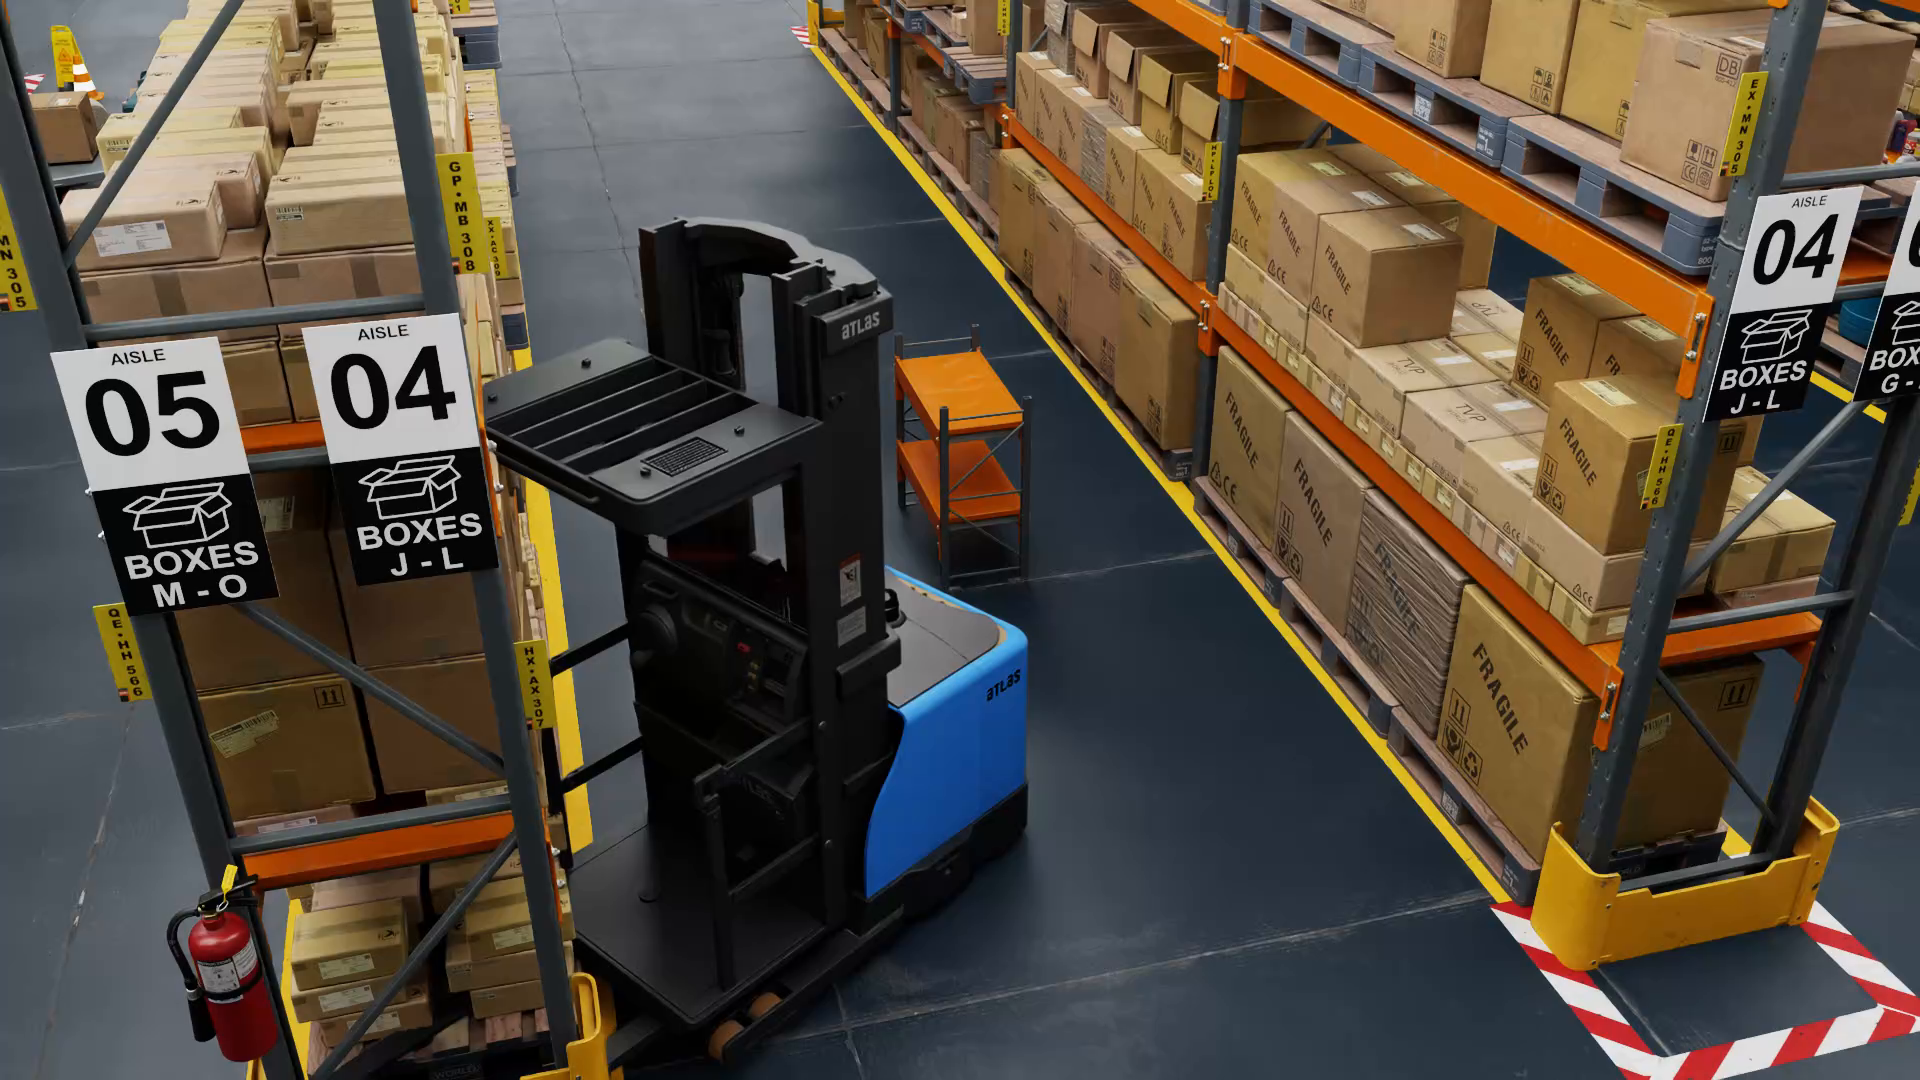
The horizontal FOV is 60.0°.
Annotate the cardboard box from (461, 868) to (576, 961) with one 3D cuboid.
[{"bbox_3d":[-1.642,1.391,6.185,0.380,0.149,0.250,-9,31,-16],"label":"cardboard box"}]

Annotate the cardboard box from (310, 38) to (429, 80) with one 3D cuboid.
[{"bbox_3d":[-2.081,-1.668,5.896,0.380,0.149,0.250,-7,31,-12],"label":"cardboard box"}]

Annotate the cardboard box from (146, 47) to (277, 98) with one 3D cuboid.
[{"bbox_3d":[-2.589,-1.595,5.770,0.380,0.149,0.250,-9,31,-15],"label":"cardboard box"}]

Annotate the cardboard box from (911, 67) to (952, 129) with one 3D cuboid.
[{"bbox_3d":[-0.065,-4.321,16.277,0.700,0.500,0.500,-10,32,-17],"label":"cardboard box"}]

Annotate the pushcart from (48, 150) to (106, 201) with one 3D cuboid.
[{"bbox_3d":[-7.576,-3.386,15.224,1.648,0.377,0.936,-20,35,-30],"label":"pushcart"}]

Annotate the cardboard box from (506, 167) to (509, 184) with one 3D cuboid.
[{"bbox_3d":[-3.111,-2.370,10.682,0.380,0.149,0.250,-9,31,-15],"label":"cardboard box"}]

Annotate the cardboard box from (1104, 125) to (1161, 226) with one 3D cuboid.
[{"bbox_3d":[1.259,-2.372,10.754,0.500,0.500,0.500,-8,31,-14],"label":"cardboard box"}]

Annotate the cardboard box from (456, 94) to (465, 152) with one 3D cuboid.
[{"bbox_3d":[-2.245,-1.581,6.643,0.500,0.250,0.500,-8,31,-14],"label":"cardboard box"}]

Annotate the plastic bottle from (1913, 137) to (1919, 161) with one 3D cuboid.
[{"bbox_3d":[6.809,-2.778,11.753,0.097,0.201,0.097,0,30,0],"label":"plastic bottle"}]

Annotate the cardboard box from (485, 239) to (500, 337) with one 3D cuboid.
[{"bbox_3d":[-2.364,-1.202,7.437,0.500,0.500,0.500,-9,31,-15],"label":"cardboard box"}]

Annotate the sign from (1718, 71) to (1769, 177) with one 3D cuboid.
[{"bbox_3d":[2.451,-1.298,5.198,0.100,0.325,0.005,-8,31,-13],"label":"sign"}]

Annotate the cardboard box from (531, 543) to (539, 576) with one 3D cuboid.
[{"bbox_3d":[-2.460,0.159,8.907,0.380,0.149,0.250,-7,31,-13],"label":"cardboard box"}]

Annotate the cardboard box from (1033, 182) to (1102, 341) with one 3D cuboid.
[{"bbox_3d":[1.247,-2.074,12.041,1.225,0.875,0.875,-8,31,-13],"label":"cardboard box"}]

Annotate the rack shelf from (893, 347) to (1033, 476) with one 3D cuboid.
[{"bbox_3d":[0.002,-0.737,9.316,0.538,0.278,1.000,-8,31,-13],"label":"rack shelf"}]

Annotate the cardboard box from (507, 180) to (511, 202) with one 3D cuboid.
[{"bbox_3d":[-2.836,-1.995,9.737,0.380,0.149,0.250,-7,31,-11],"label":"cardboard box"}]

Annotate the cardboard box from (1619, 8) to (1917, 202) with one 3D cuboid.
[{"bbox_3d":[2.789,-1.526,5.780,0.700,0.500,0.500,-10,31,-16],"label":"cardboard box"}]

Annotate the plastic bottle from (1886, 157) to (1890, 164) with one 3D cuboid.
[{"bbox_3d":[6.242,-2.493,11.260,0.097,0.201,0.097,0,30,0],"label":"plastic bottle"}]

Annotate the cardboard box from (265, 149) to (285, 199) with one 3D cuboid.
[{"bbox_3d":[-2.335,-0.990,5.123,0.500,0.250,0.500,-9,31,-15],"label":"cardboard box"}]

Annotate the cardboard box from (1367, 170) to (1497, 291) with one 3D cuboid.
[{"bbox_3d":[2.425,-1.607,8.637,0.500,0.500,0.500,-8,31,-13],"label":"cardboard box"}]

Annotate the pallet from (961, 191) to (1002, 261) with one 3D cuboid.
[{"bbox_3d":[0.649,-2.750,14.291,1.003,0.211,1.213,-8,31,-13],"label":"pallet"}]

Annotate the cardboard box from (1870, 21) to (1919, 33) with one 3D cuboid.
[{"bbox_3d":[10.003,-5.412,17.872,0.500,0.311,0.500,-8,31,-13],"label":"cardboard box"}]

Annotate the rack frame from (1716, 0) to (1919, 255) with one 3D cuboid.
[{"bbox_3d":[2.978,-2.312,4.762,1.000,3.000,0.127,-8,31,-13],"label":"rack frame"}]

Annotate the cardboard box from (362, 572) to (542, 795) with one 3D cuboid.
[{"bbox_3d":[-1.683,0.469,5.548,0.500,0.500,0.500,-6,31,-11],"label":"cardboard box"}]

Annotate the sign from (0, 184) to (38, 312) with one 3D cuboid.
[{"bbox_3d":[-2.371,-0.722,4.126,0.100,0.325,0.005,-8,31,-13],"label":"sign"}]

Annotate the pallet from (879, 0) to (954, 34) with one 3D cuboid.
[{"bbox_3d":[-0.144,-5.040,15.655,1.003,0.211,1.213,-8,31,-13],"label":"pallet"}]

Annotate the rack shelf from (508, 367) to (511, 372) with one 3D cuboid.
[{"bbox_3d":[-3.423,-1.692,10.397,1.077,0.370,4.000,-8,31,-13],"label":"rack shelf"}]

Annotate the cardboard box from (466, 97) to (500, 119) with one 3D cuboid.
[{"bbox_3d":[-3.173,-2.747,10.740,0.380,0.149,0.250,-7,31,-12],"label":"cardboard box"}]

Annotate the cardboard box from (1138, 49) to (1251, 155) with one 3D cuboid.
[{"bbox_3d":[1.568,-2.766,10.433,0.797,0.503,0.637,-8,31,-13],"label":"cardboard box"}]

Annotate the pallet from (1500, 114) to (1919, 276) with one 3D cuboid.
[{"bbox_3d":[2.771,-1.333,6.152,1.003,0.211,1.213,-8,31,-13],"label":"pallet"}]

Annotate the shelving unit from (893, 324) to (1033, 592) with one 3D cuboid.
[{"bbox_3d":[0.002,-0.484,9.463,0.538,1.125,1.048,-8,31,-13],"label":"shelving unit"}]

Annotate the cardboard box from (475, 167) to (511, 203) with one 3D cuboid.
[{"bbox_3d":[-2.763,-1.998,9.445,0.380,0.149,0.250,-8,31,-14],"label":"cardboard box"}]

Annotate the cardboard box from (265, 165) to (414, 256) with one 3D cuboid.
[{"bbox_3d":[-1.697,-0.914,4.593,0.380,0.149,0.250,-8,31,-14],"label":"cardboard box"}]

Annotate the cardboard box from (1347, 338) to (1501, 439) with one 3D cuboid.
[{"bbox_3d":[2.182,-0.720,7.853,0.500,0.250,0.500,-8,31,-13],"label":"cardboard box"}]

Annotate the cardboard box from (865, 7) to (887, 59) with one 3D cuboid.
[{"bbox_3d":[-0.779,-5.651,18.594,0.500,0.500,0.500,-5,30,-9],"label":"cardboard box"}]

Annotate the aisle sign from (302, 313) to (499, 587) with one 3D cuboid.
[{"bbox_3d":[-1.522,-0.235,4.566,0.394,0.787,0.004,-8,31,-13],"label":"aisle sign"}]

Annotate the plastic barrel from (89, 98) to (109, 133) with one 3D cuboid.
[{"bbox_3d":[-8.815,-4.215,16.609,0.512,0.421,0.421,13,32,21],"label":"plastic barrel"}]

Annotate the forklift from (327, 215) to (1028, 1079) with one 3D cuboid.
[{"bbox_3d":[-1.054,0.436,6.071,1.130,2.935,3.031,24,38,35],"label":"forklift"}]

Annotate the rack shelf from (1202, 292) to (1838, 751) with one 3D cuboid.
[{"bbox_3d":[2.447,-0.370,8.114,1.077,0.370,4.000,-8,31,-13],"label":"rack shelf"}]

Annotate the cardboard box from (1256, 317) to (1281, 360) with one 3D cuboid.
[{"bbox_3d":[1.815,-1.098,8.903,0.380,0.149,0.250,-7,31,-12],"label":"cardboard box"}]

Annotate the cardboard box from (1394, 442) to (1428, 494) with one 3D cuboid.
[{"bbox_3d":[2.224,-0.354,7.617,0.380,0.149,0.250,-8,31,-13],"label":"cardboard box"}]

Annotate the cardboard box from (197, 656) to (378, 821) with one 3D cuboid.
[{"bbox_3d":[-2.198,0.540,5.426,0.500,0.500,0.500,-7,31,-12],"label":"cardboard box"}]

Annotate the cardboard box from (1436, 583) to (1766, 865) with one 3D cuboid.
[{"bbox_3d":[2.731,0.723,7.207,0.875,0.875,0.875,-8,31,-13],"label":"cardboard box"}]

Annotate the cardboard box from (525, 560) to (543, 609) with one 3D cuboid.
[{"bbox_3d":[-2.330,0.252,8.450,0.380,0.149,0.250,-9,31,-15],"label":"cardboard box"}]

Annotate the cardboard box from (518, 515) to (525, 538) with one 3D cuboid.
[{"bbox_3d":[-2.441,0.013,8.566,0.380,0.149,0.250,-7,31,-13],"label":"cardboard box"}]

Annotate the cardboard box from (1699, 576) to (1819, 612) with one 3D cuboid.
[{"bbox_3d":[3.202,0.178,6.700,0.380,0.149,0.250,-8,31,-13],"label":"cardboard box"}]

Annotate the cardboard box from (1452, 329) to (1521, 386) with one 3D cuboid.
[{"bbox_3d":[2.693,-0.792,7.977,0.500,0.250,0.500,-8,31,-14],"label":"cardboard box"}]

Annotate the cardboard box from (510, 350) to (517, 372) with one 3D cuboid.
[{"bbox_3d":[-3.237,-1.281,11.045,0.500,0.500,0.500,-9,31,-16],"label":"cardboard box"}]

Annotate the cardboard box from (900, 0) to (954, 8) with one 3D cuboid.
[{"bbox_3d":[-0.131,-5.551,15.327,1.000,1.000,1.000,-8,31,-13],"label":"cardboard box"}]

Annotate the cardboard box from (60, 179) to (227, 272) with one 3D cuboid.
[{"bbox_3d":[-2.202,-0.849,4.481,0.380,0.149,0.250,-8,31,-14],"label":"cardboard box"}]

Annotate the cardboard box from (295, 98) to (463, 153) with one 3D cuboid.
[{"bbox_3d":[-1.959,-1.299,5.656,0.500,0.250,0.500,-7,31,-13],"label":"cardboard box"}]

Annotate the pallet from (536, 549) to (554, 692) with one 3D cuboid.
[{"bbox_3d":[-2.680,0.489,8.694,1.003,0.211,1.213,-8,31,-13],"label":"pallet"}]

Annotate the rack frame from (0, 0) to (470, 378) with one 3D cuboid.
[{"bbox_3d":[-1.831,-1.702,3.707,1.000,3.000,0.127,-8,31,-13],"label":"rack frame"}]

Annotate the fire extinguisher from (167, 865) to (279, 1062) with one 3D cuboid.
[{"bbox_3d":[-2.209,1.273,5.006,0.296,0.674,0.183,-8,31,-13],"label":"fire extinguisher"}]
